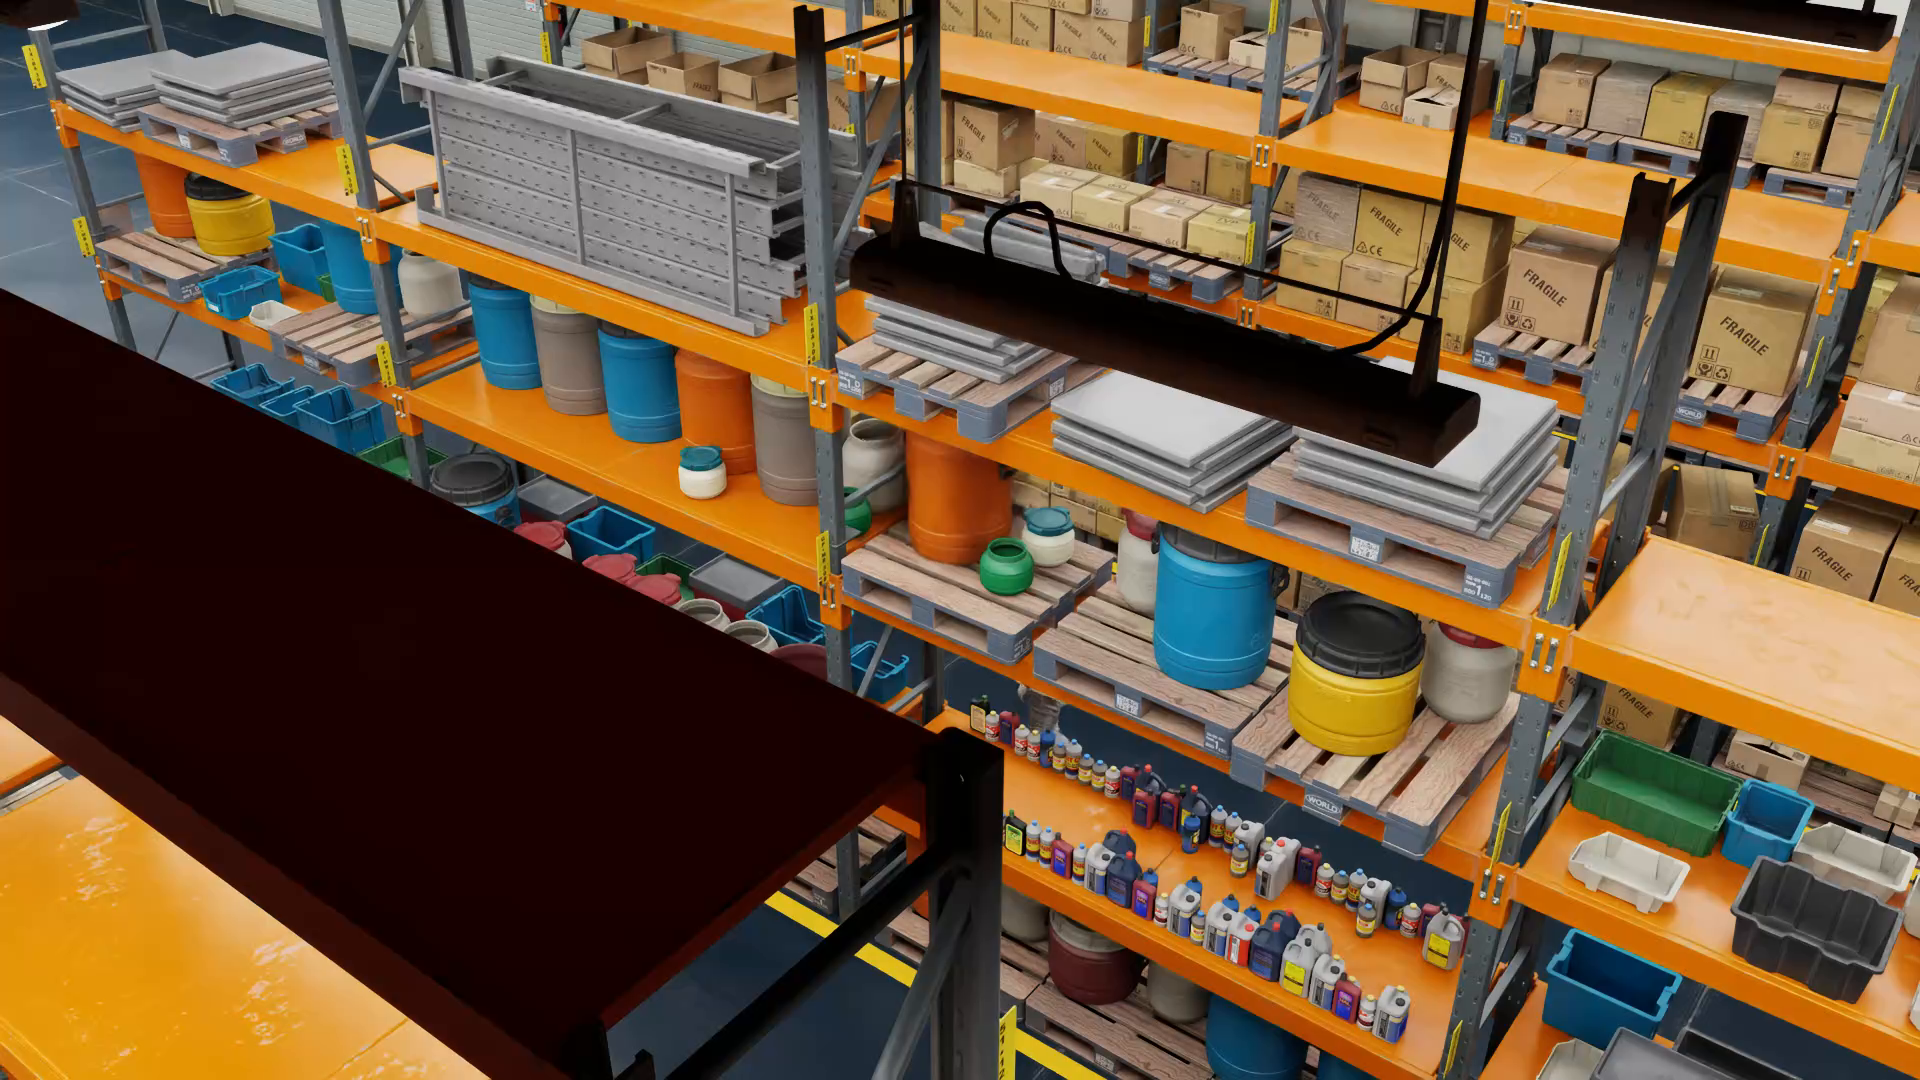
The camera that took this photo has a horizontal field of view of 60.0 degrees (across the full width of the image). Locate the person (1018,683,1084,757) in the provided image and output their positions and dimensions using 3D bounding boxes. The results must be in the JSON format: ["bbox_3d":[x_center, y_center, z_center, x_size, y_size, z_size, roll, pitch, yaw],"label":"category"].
[{"bbox_3d":[0.710,0.978,11.708,0.761,1.712,0.640,19,36,28],"label":"person"}]
